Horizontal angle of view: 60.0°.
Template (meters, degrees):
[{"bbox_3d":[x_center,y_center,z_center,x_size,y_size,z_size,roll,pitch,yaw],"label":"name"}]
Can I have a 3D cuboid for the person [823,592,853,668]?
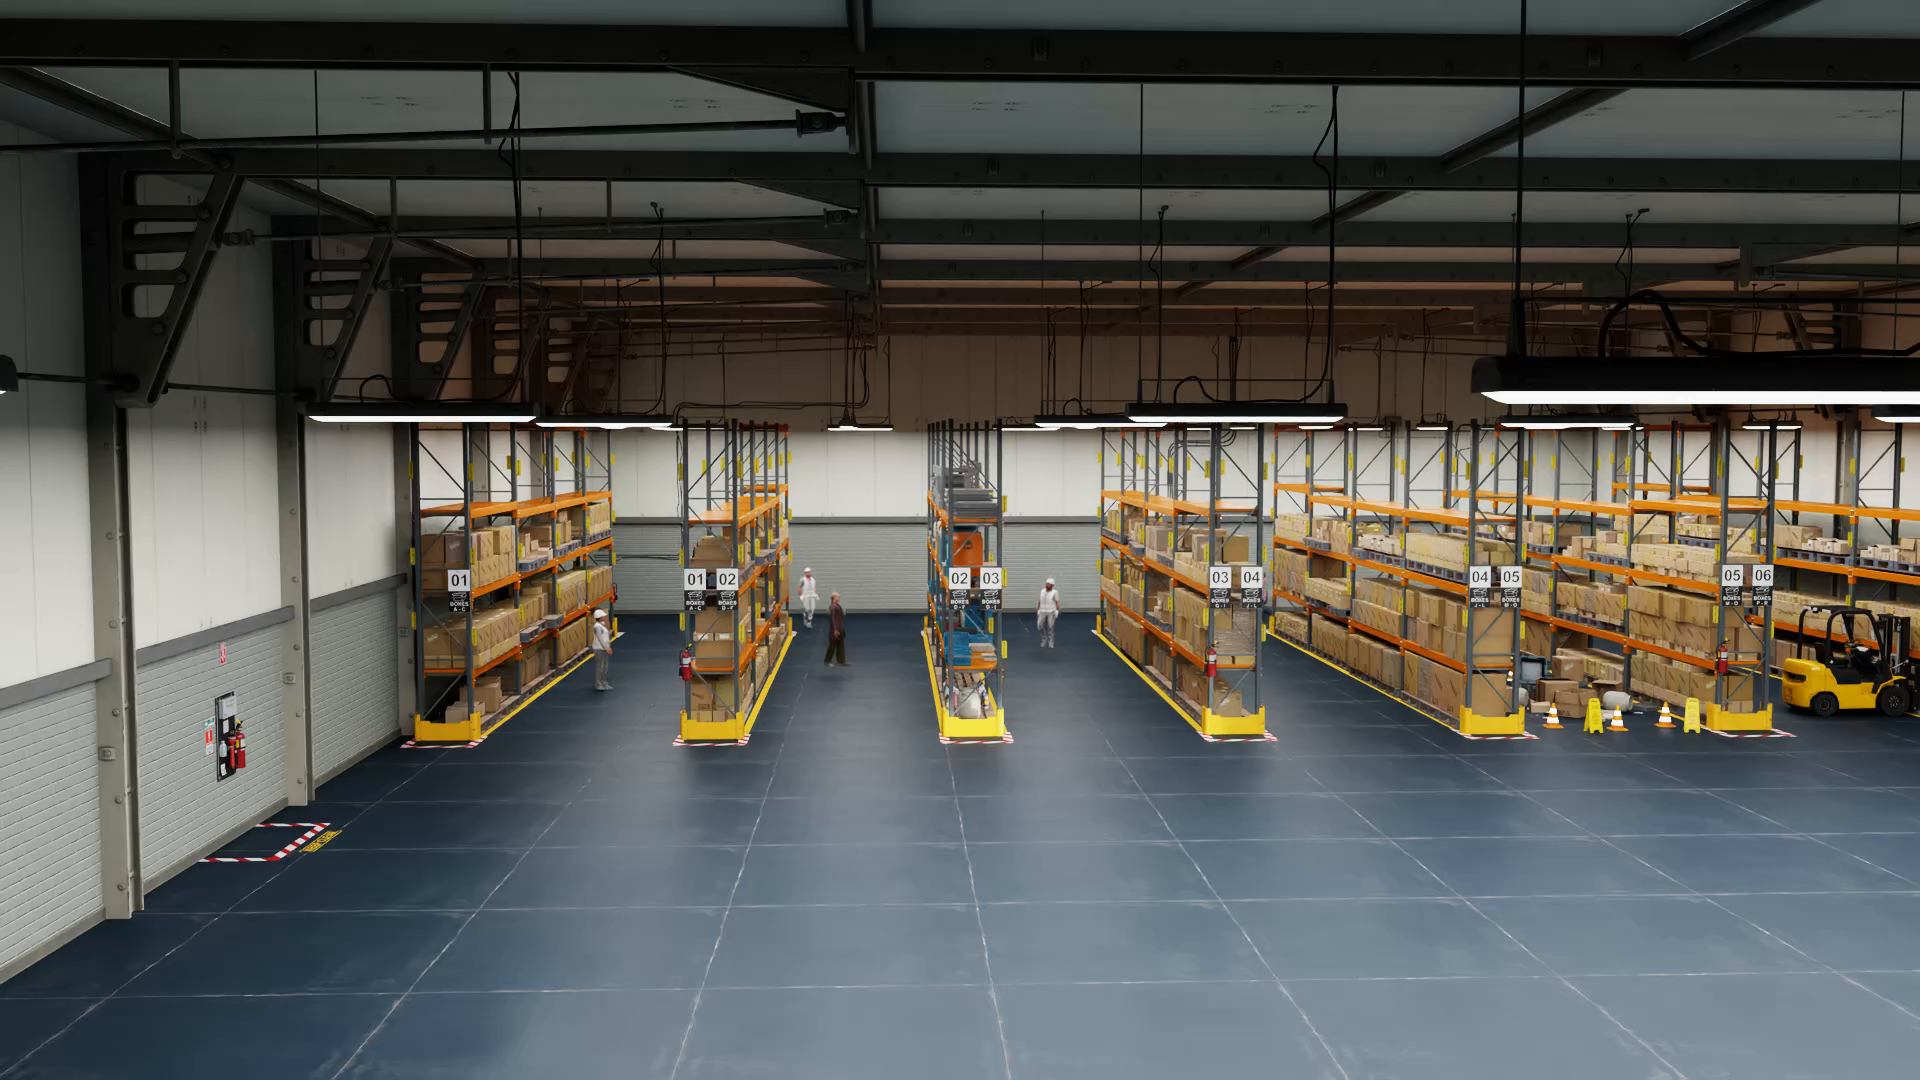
[{"bbox_3d":[-2.917,2.132,39.462,0.668,1.789,0.614,1,4,16],"label":"person"}]

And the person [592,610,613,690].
[{"bbox_3d":[-7.953,2.461,37.158,0.552,1.809,0.618,0,4,7],"label":"person"}]

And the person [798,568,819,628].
[{"bbox_3d":[-4.456,1.699,48.757,0.588,1.778,0.486,-2,4,-26],"label":"person"}]

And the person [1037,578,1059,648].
[{"bbox_3d":[2.262,1.894,42.872,0.675,1.795,0.566,1,4,20],"label":"person"}]

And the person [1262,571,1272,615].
[{"bbox_3d":[9.134,1.725,50.037,0.689,1.568,0.451,-1,4,-11],"label":"person"}]
